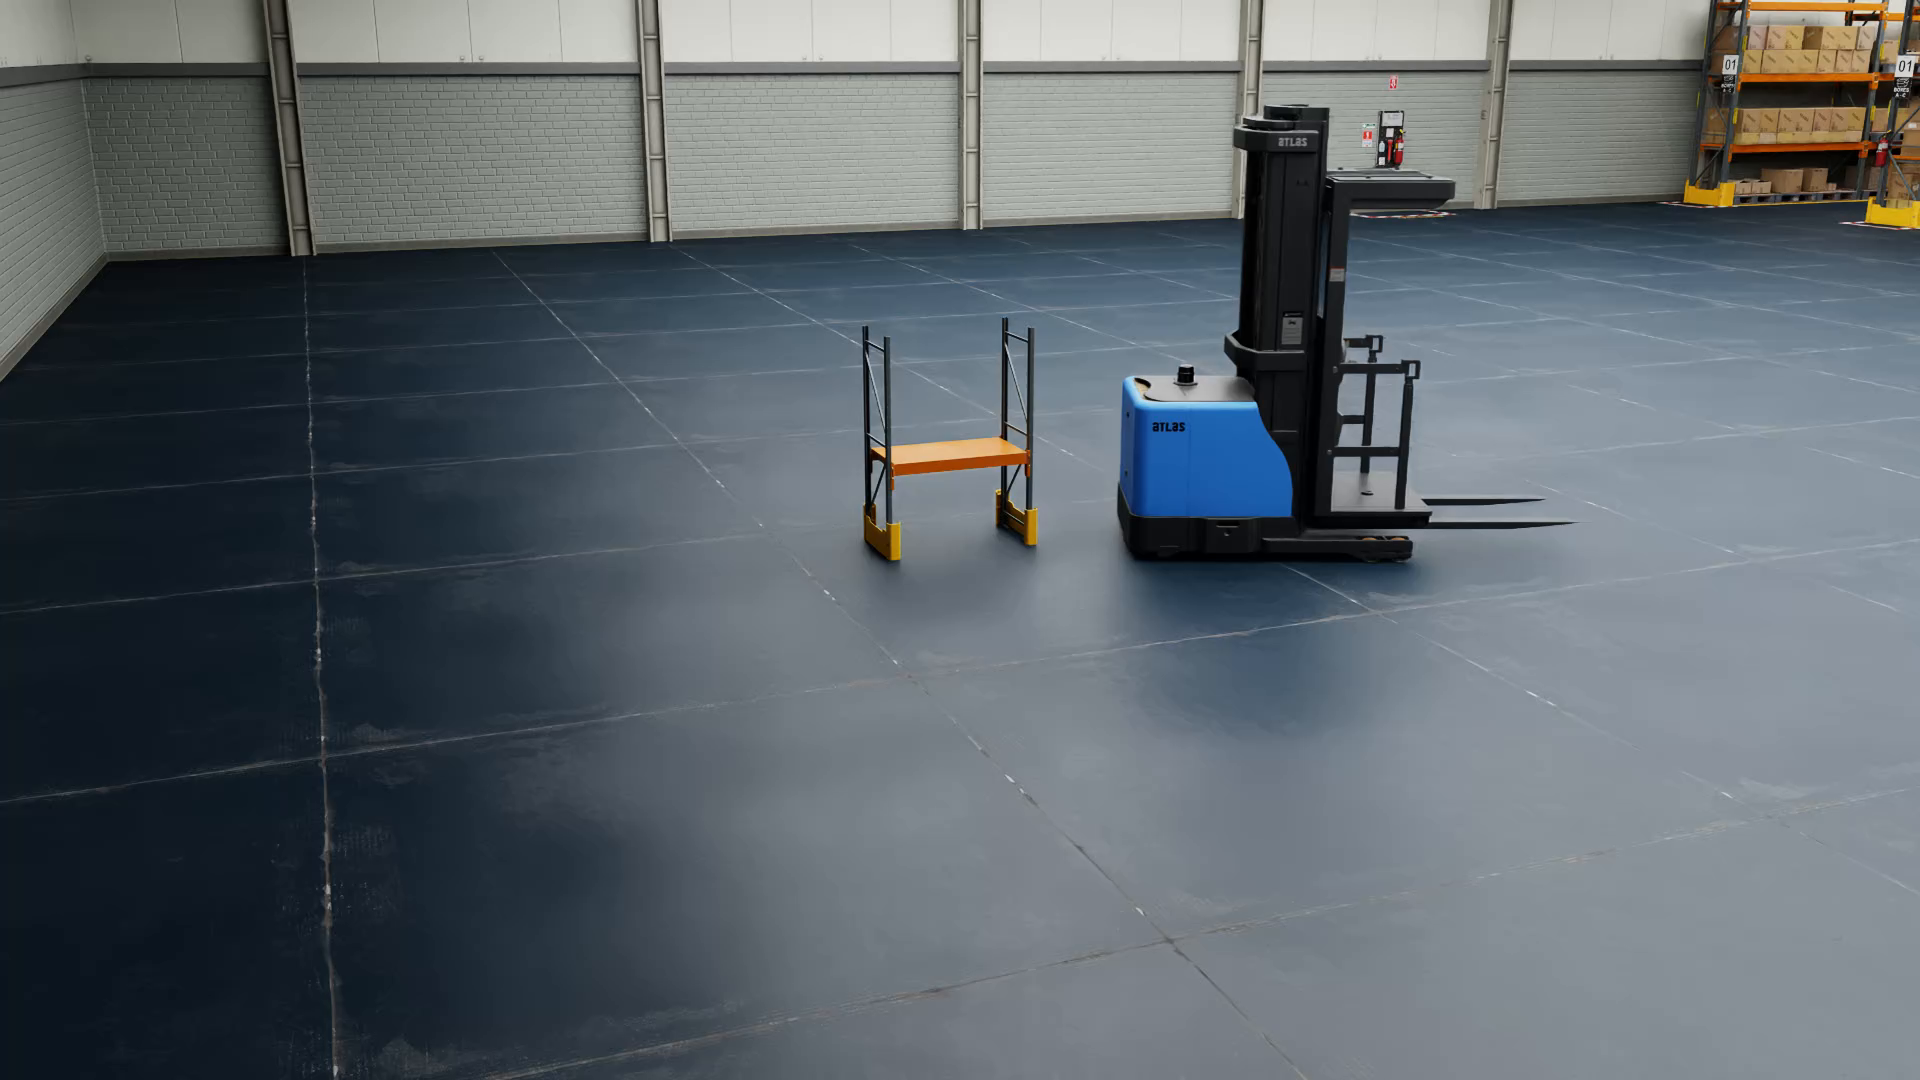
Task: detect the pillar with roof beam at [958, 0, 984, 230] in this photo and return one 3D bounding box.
[{"bbox_3d":[1.737,-9.182,26.896,0.400,9.000,9.100,-6,17,-20],"label":"pillar with roof beam"}]

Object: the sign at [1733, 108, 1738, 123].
[{"bbox_3d":[16.855,-9.226,36.155,0.005,0.325,0.100,-6,17,-20],"label":"sign"}]

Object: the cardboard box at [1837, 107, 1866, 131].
[{"bbox_3d":[20.065,-9.525,37.609,0.500,0.500,0.500,-6,17,-20],"label":"cardboard box"}]

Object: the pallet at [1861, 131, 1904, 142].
[{"bbox_3d":[21.162,-9.303,38.295,1.213,0.211,1.003,-6,17,-20],"label":"pallet"}]

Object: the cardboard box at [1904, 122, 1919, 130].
[{"bbox_3d":[18.725,-8.098,32.522,0.250,0.149,0.380,-6,18,-21],"label":"cardboard box"}]

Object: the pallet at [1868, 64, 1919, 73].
[{"bbox_3d":[21.010,-10.740,37.856,1.003,0.211,1.213,-6,17,-20],"label":"pallet"}]

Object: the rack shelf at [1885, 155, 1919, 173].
[{"bbox_3d":[20.304,-7.507,33.114,4.000,0.370,1.077,-6,17,-20],"label":"rack shelf"}]

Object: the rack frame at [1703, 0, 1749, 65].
[{"bbox_3d":[16.661,-11.832,35.918,0.127,3.000,1.000,-6,17,-20],"label":"rack frame"}]

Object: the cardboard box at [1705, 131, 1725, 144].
[{"bbox_3d":[17.028,-8.989,37.115,0.500,0.250,0.500,-6,17,-19],"label":"cardboard box"}]

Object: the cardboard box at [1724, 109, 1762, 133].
[{"bbox_3d":[17.214,-9.220,36.570,0.500,0.500,0.500,-6,17,-20],"label":"cardboard box"}]

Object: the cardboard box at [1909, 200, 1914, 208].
[{"bbox_3d":[19.017,-6.528,32.639,0.500,0.250,0.500,-6,17,-20],"label":"cardboard box"}]

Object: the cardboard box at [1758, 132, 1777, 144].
[{"bbox_3d":[17.710,-8.913,36.855,0.500,0.250,0.500,-7,18,-22],"label":"cardboard box"}]

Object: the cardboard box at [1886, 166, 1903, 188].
[{"bbox_3d":[21.542,-8.512,38.916,0.500,0.500,0.700,-7,18,-21],"label":"cardboard box"}]

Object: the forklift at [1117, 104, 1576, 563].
[{"bbox_3d":[2.647,-1.406,11.185,3.031,2.935,1.130,0,16,0],"label":"forklift"}]

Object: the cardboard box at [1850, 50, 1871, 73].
[{"bbox_3d":[20.010,-10.737,37.301,0.500,0.500,0.500,-6,17,-19],"label":"cardboard box"}]

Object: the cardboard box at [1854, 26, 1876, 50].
[{"bbox_3d":[20.025,-11.211,37.141,0.500,0.500,0.500,-8,18,-25],"label":"cardboard box"}]

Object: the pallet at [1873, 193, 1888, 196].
[{"bbox_3d":[22.263,-8.221,39.220,1.213,0.211,1.003,-6,17,-20],"label":"pallet"}]

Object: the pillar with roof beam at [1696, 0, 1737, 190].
[{"bbox_3d":[18.545,-10.997,33.076,0.400,9.000,9.100,-6,17,-20],"label":"pillar with roof beam"}]

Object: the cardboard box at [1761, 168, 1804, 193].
[{"bbox_3d":[18.574,-8.129,37.613,0.500,0.500,0.700,-7,18,-24],"label":"cardboard box"}]

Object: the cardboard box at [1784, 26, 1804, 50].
[{"bbox_3d":[18.068,-10.996,36.410,0.500,0.500,0.500,-6,17,-19],"label":"cardboard box"}]

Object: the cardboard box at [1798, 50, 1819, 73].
[{"bbox_3d":[18.553,-10.576,36.751,0.500,0.500,0.500,-5,17,-17],"label":"cardboard box"}]

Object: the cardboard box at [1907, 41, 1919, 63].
[{"bbox_3d":[22.087,-11.204,38.180,0.500,0.500,0.500,-7,18,-22],"label":"cardboard box"}]

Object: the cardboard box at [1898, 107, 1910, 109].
[{"bbox_3d":[22.011,-9.787,38.644,0.500,0.500,0.700,-4,17,-12],"label":"cardboard box"}]

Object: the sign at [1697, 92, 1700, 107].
[{"bbox_3d":[16.481,-9.808,37.059,0.005,0.325,0.100,-6,17,-20],"label":"sign"}]

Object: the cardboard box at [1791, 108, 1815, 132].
[{"bbox_3d":[18.642,-9.372,37.090,0.500,0.500,0.500,-6,17,-18],"label":"cardboard box"}]

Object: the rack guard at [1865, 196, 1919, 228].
[{"bbox_3d":[18.414,-6.448,32.670,0.348,0.500,1.175,-6,17,-20],"label":"rack guard"}]

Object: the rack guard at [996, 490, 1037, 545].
[{"bbox_3d":[0.394,-0.162,11.708,0.087,0.250,0.587,-6,17,-20],"label":"rack guard"}]

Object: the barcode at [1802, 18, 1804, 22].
[{"bbox_3d":[18.944,-11.680,37.354,0.075,0.075,0.001,-6,17,-20],"label":"barcode"}]

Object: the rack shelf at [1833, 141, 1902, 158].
[{"bbox_3d":[22.263,-9.213,38.924,4.000,0.370,1.077,-6,17,-20],"label":"rack shelf"}]

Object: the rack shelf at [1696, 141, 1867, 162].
[{"bbox_3d":[18.528,-8.810,37.551,4.000,0.370,1.077,-6,17,-20],"label":"rack shelf"}]

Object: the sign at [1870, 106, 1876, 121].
[{"bbox_3d":[20.597,-9.630,37.531,0.005,0.325,0.100,-6,17,-20],"label":"sign"}]

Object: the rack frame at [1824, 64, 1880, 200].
[{"bbox_3d":[20.396,-9.356,38.136,0.127,3.000,1.000,-6,17,-20],"label":"rack frame"}]

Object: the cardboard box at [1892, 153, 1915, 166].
[{"bbox_3d":[21.972,-8.905,38.925,0.500,0.250,0.500,-7,18,-22],"label":"cardboard box"}]

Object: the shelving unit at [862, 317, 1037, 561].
[{"bbox_3d":[-0.071,-0.712,11.361,1.083,1.500,0.587,-6,17,-20],"label":"shelving unit"}]

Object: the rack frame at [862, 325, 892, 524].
[{"bbox_3d":[-0.554,-0.660,11.183,0.032,1.500,0.500,-6,17,-20],"label":"rack frame"}]

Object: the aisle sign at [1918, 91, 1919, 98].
[{"bbox_3d":[18.485,-8.810,31.662,0.004,0.787,0.394,-6,17,-20],"label":"aisle sign"}]

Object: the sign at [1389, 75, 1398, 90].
[{"bbox_3d":[9.038,-9.545,34.664,0.199,0.298,0.001,-6,17,-20],"label":"sign"}]

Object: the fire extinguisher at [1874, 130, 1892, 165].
[{"bbox_3d":[18.160,-7.723,32.712,0.183,0.674,0.296,-6,17,-20],"label":"fire extinguisher"}]

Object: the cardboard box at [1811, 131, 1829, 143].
[{"bbox_3d":[19.130,-9.064,37.370,0.500,0.250,0.500,-6,17,-20],"label":"cardboard box"}]

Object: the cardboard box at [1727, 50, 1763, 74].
[{"bbox_3d":[17.062,-10.418,36.214,0.500,0.500,0.500,-6,17,-19],"label":"cardboard box"}]
